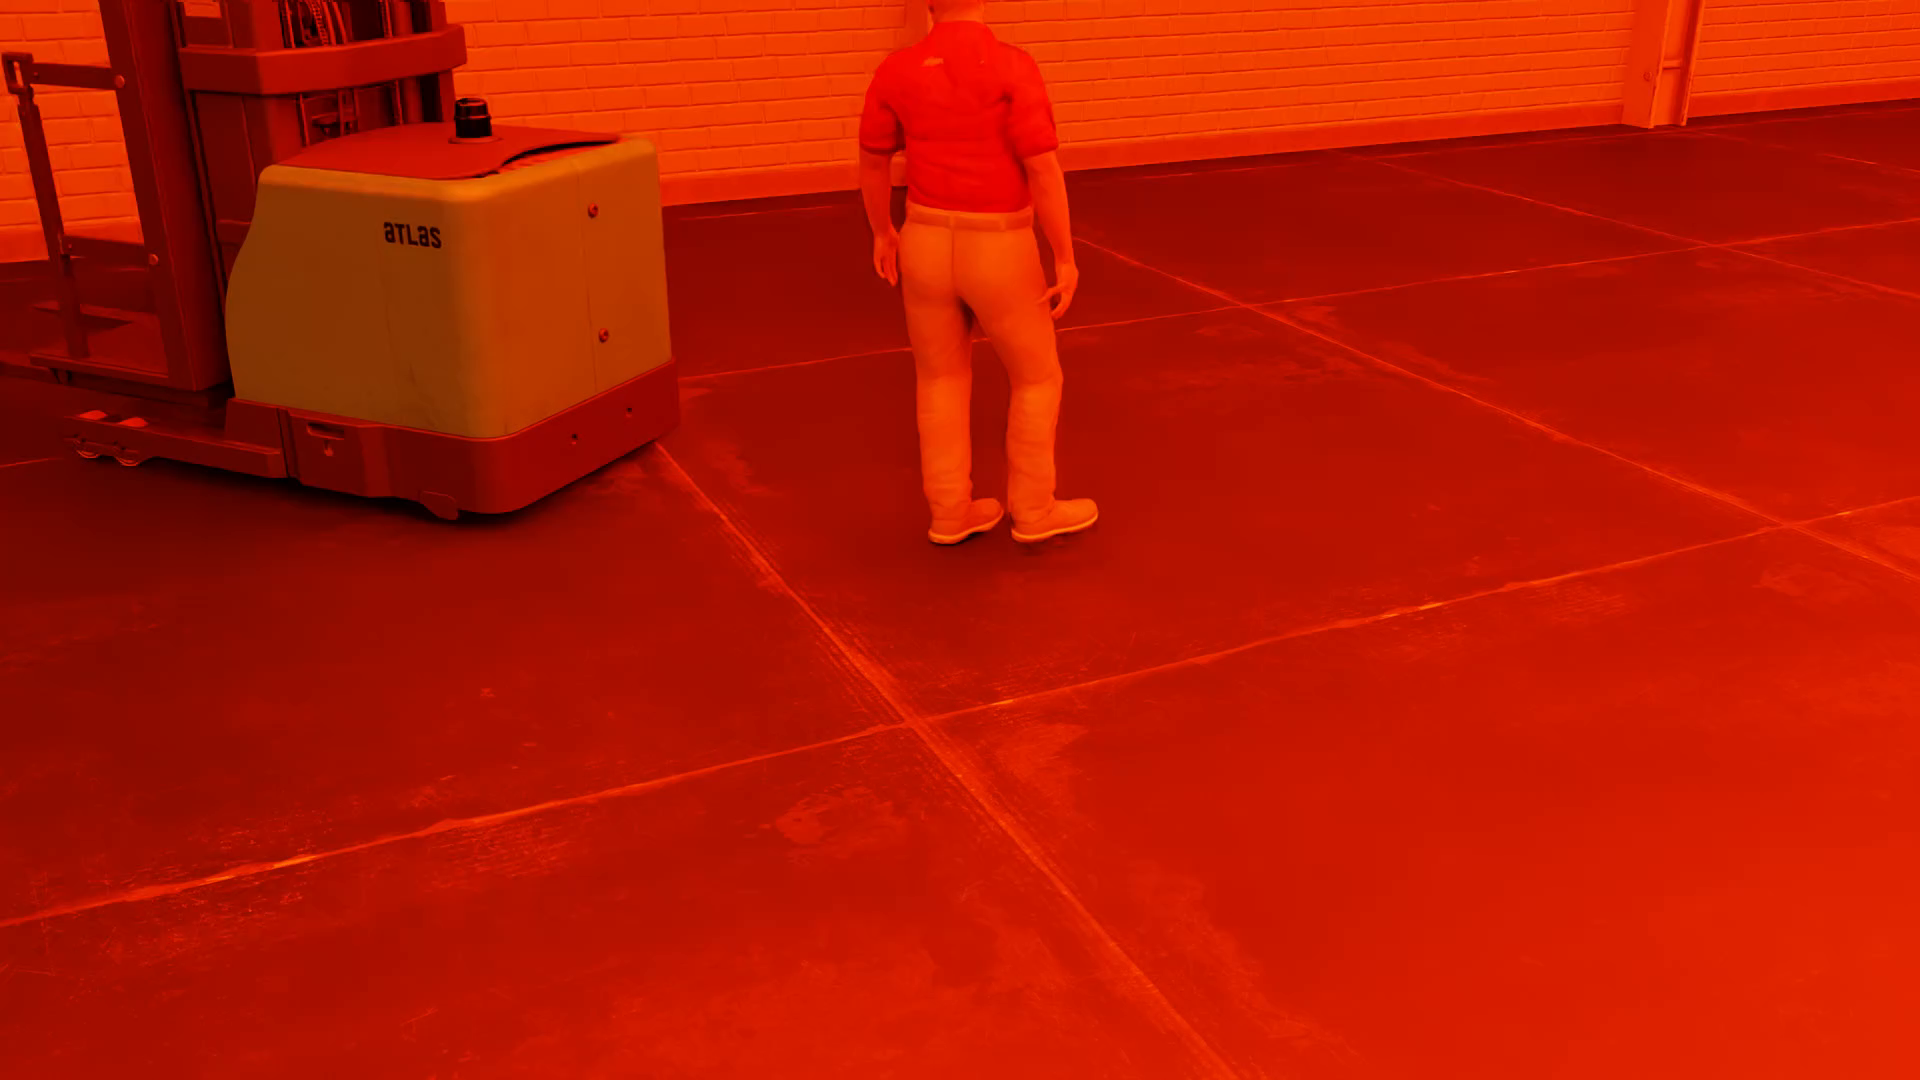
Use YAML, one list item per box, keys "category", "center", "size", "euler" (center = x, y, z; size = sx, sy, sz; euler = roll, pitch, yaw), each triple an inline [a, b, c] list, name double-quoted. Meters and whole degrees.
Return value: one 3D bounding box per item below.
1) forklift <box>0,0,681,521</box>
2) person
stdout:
- category: "forklift"
  center: [-2.555, -1.777, 5.564]
  size: [3.031, 2.935, 1.130]
  euler: [10, 25, 22]
- category: "person"
  center: [0.047, -0.834, 4.878]
  size: [0.709, 1.716, 0.426]
  euler: [8, 24, 18]
